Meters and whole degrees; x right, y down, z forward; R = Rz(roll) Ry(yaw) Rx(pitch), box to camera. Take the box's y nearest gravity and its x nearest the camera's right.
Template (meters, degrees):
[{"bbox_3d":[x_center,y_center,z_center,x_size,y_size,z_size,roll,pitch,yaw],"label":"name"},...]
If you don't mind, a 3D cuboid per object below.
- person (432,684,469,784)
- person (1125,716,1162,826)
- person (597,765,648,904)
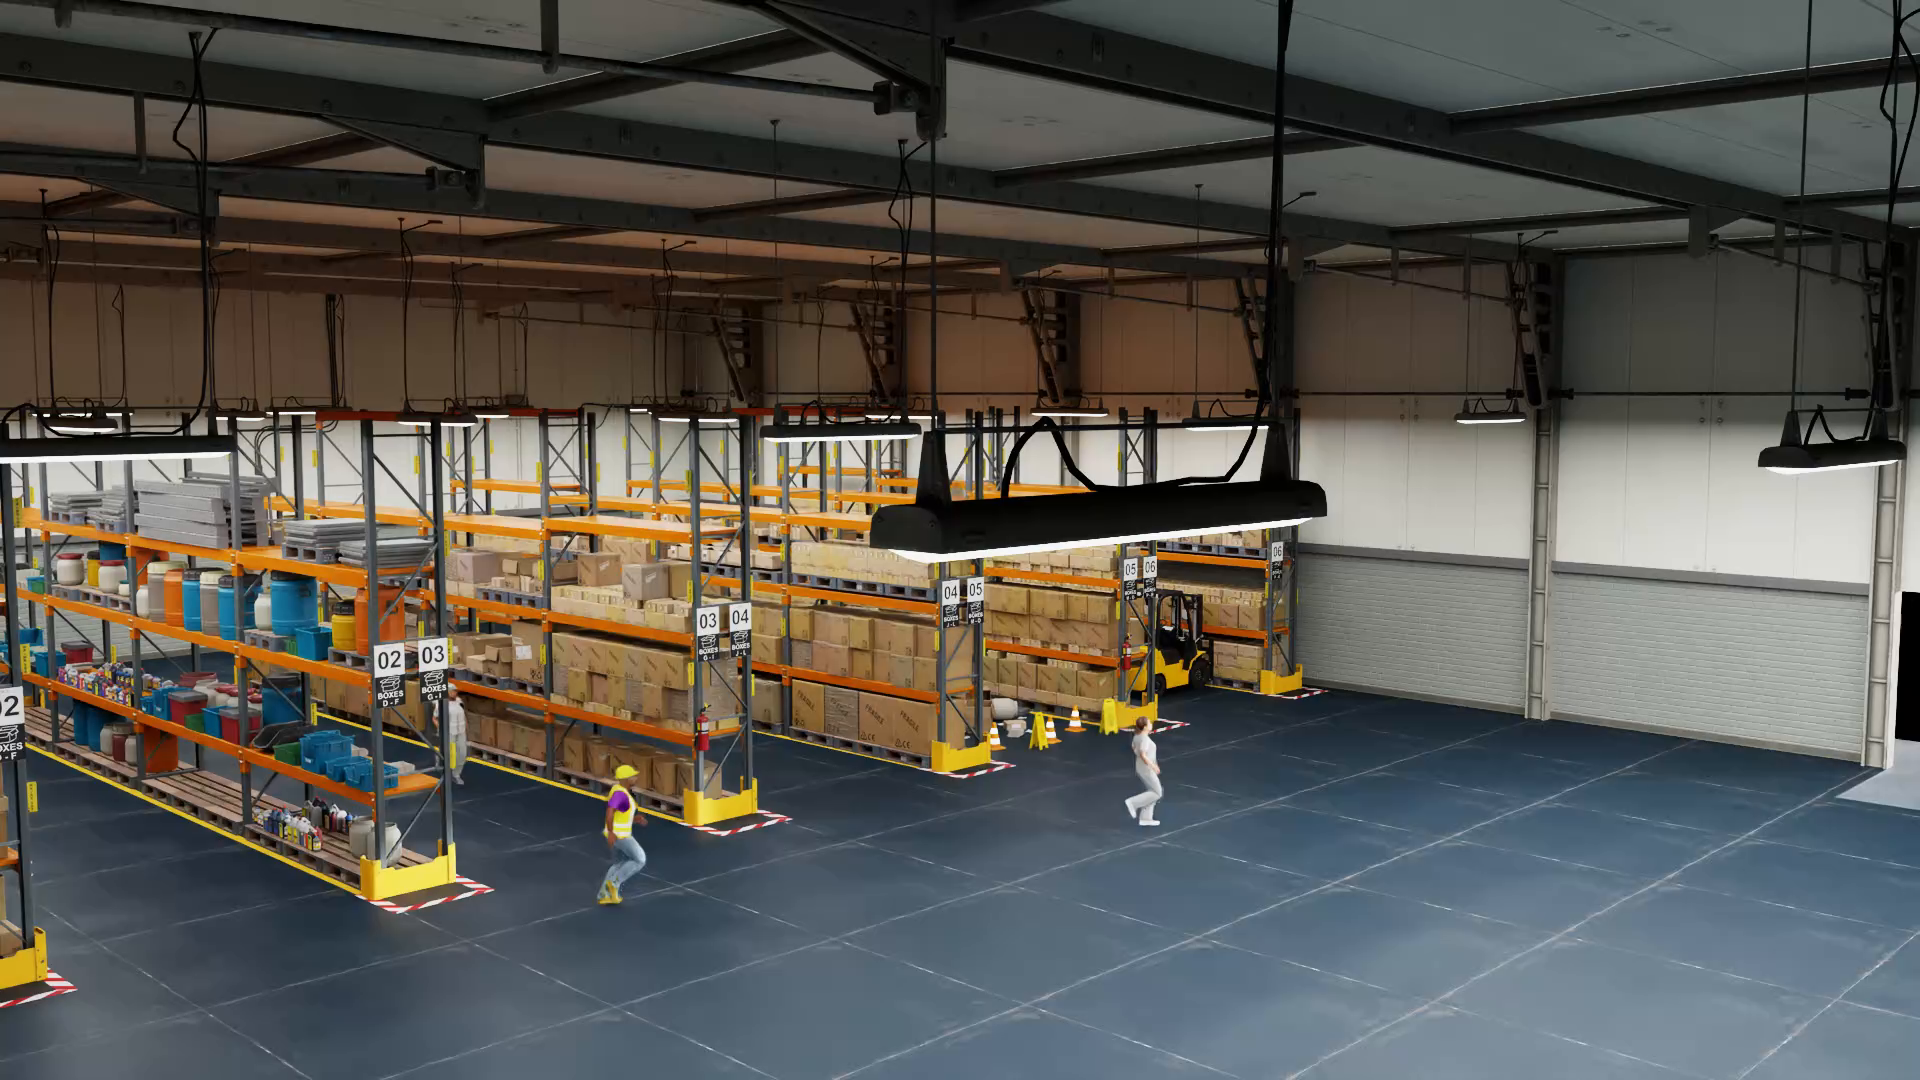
[{"bbox_3d":[-8.276,3.140,27.071,0.587,1.630,0.615,5,7,43],"label":"person"},{"bbox_3d":[2.663,3.376,24.289,0.573,1.626,0.565,-1,5,-12],"label":"person"},{"bbox_3d":[-4.179,3.644,20.588,0.665,1.698,0.710,-2,5,-23],"label":"person"}]
